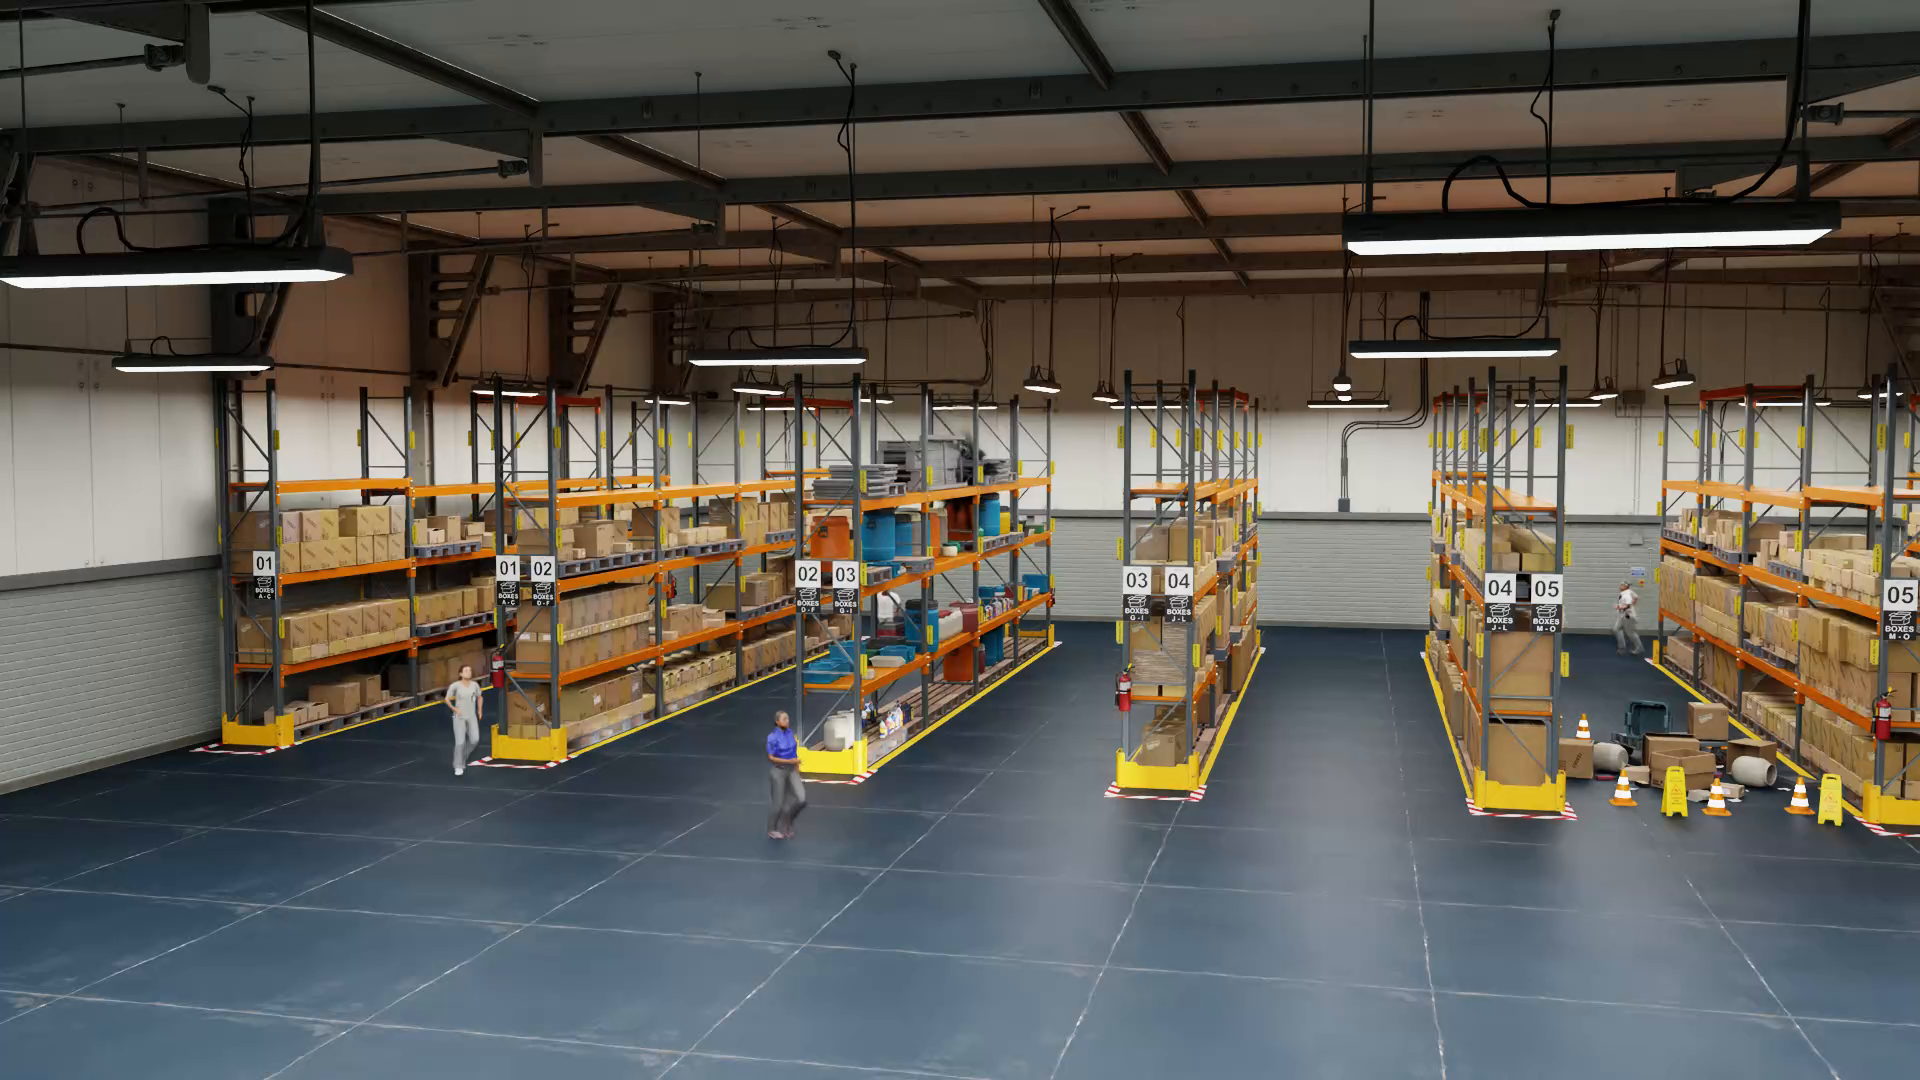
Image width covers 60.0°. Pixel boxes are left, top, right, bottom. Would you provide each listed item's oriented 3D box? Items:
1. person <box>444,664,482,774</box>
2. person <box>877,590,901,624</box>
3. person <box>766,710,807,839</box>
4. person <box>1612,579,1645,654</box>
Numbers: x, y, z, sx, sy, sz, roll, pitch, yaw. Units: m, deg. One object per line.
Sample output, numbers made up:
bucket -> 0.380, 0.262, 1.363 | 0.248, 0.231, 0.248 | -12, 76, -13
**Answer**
person -> -7.417, 2.691, 24.994 | 0.592, 1.644, 0.492 | -2, 4, -33
person -> -1.735, 1.808, 38.734 | 0.688, 1.720, 0.581 | 0, 3, 4
person -> -2.164, 2.938, 20.727 | 0.549, 1.615, 0.649 | -3, 5, -45
person -> 15.525, 1.818, 38.624 | 0.734, 1.836, 0.675 | 1, 4, 14
